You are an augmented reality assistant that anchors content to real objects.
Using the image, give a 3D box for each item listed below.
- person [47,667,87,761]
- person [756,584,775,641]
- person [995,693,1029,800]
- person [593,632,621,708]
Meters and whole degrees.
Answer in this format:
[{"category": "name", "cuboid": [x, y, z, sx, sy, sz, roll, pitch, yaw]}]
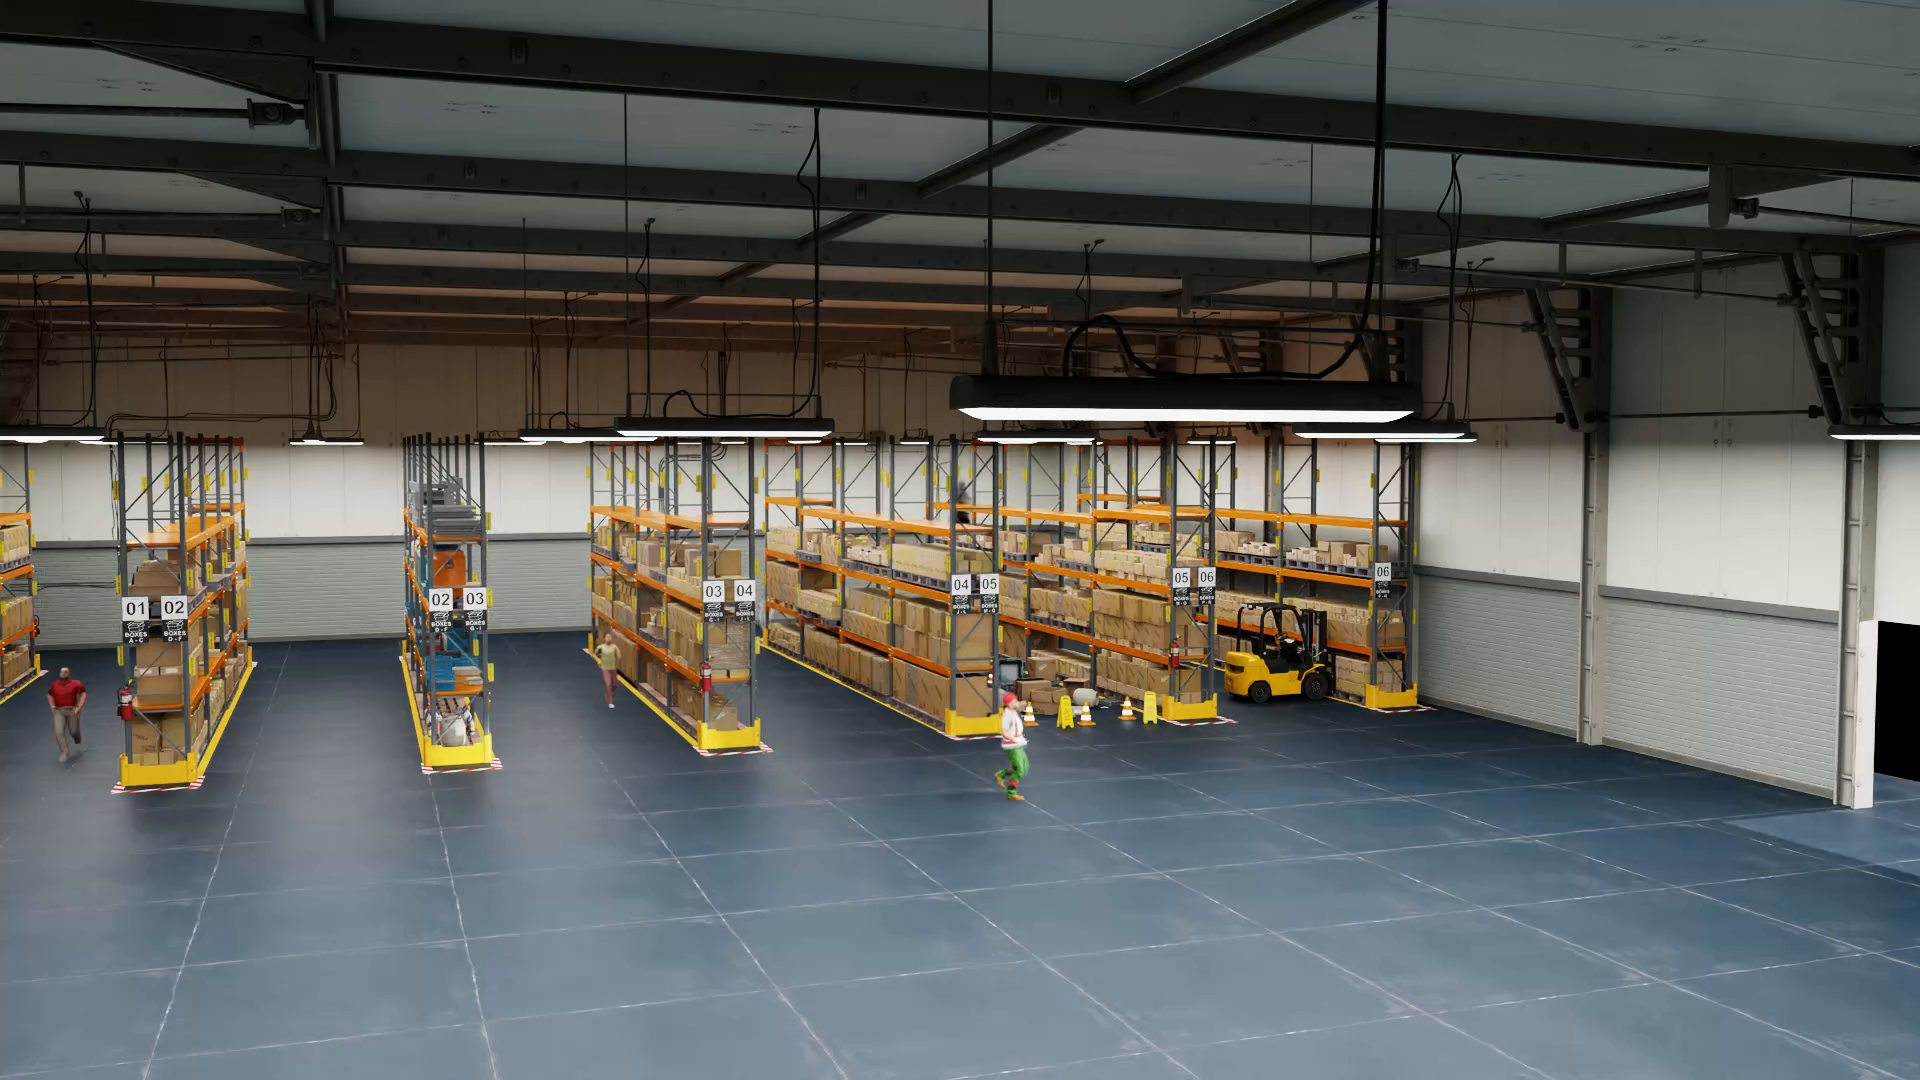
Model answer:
[{"category": "person", "cuboid": [-16.527, 3.196, 30.752, 0.667, 1.695, 0.757, -1, 3, -19]}, {"category": "person", "cuboid": [-5.696, 2.116, 49.485, 0.664, 1.748, 0.733, -3, 4, -40]}, {"category": "person", "cuboid": [0.859, 3.357, 27.049, 0.548, 1.742, 0.657, 1, 3, 14]}, {"category": "person", "cuboid": [-7.762, 2.856, 36.709, 0.588, 1.643, 0.896, -2, 4, -27]}]
